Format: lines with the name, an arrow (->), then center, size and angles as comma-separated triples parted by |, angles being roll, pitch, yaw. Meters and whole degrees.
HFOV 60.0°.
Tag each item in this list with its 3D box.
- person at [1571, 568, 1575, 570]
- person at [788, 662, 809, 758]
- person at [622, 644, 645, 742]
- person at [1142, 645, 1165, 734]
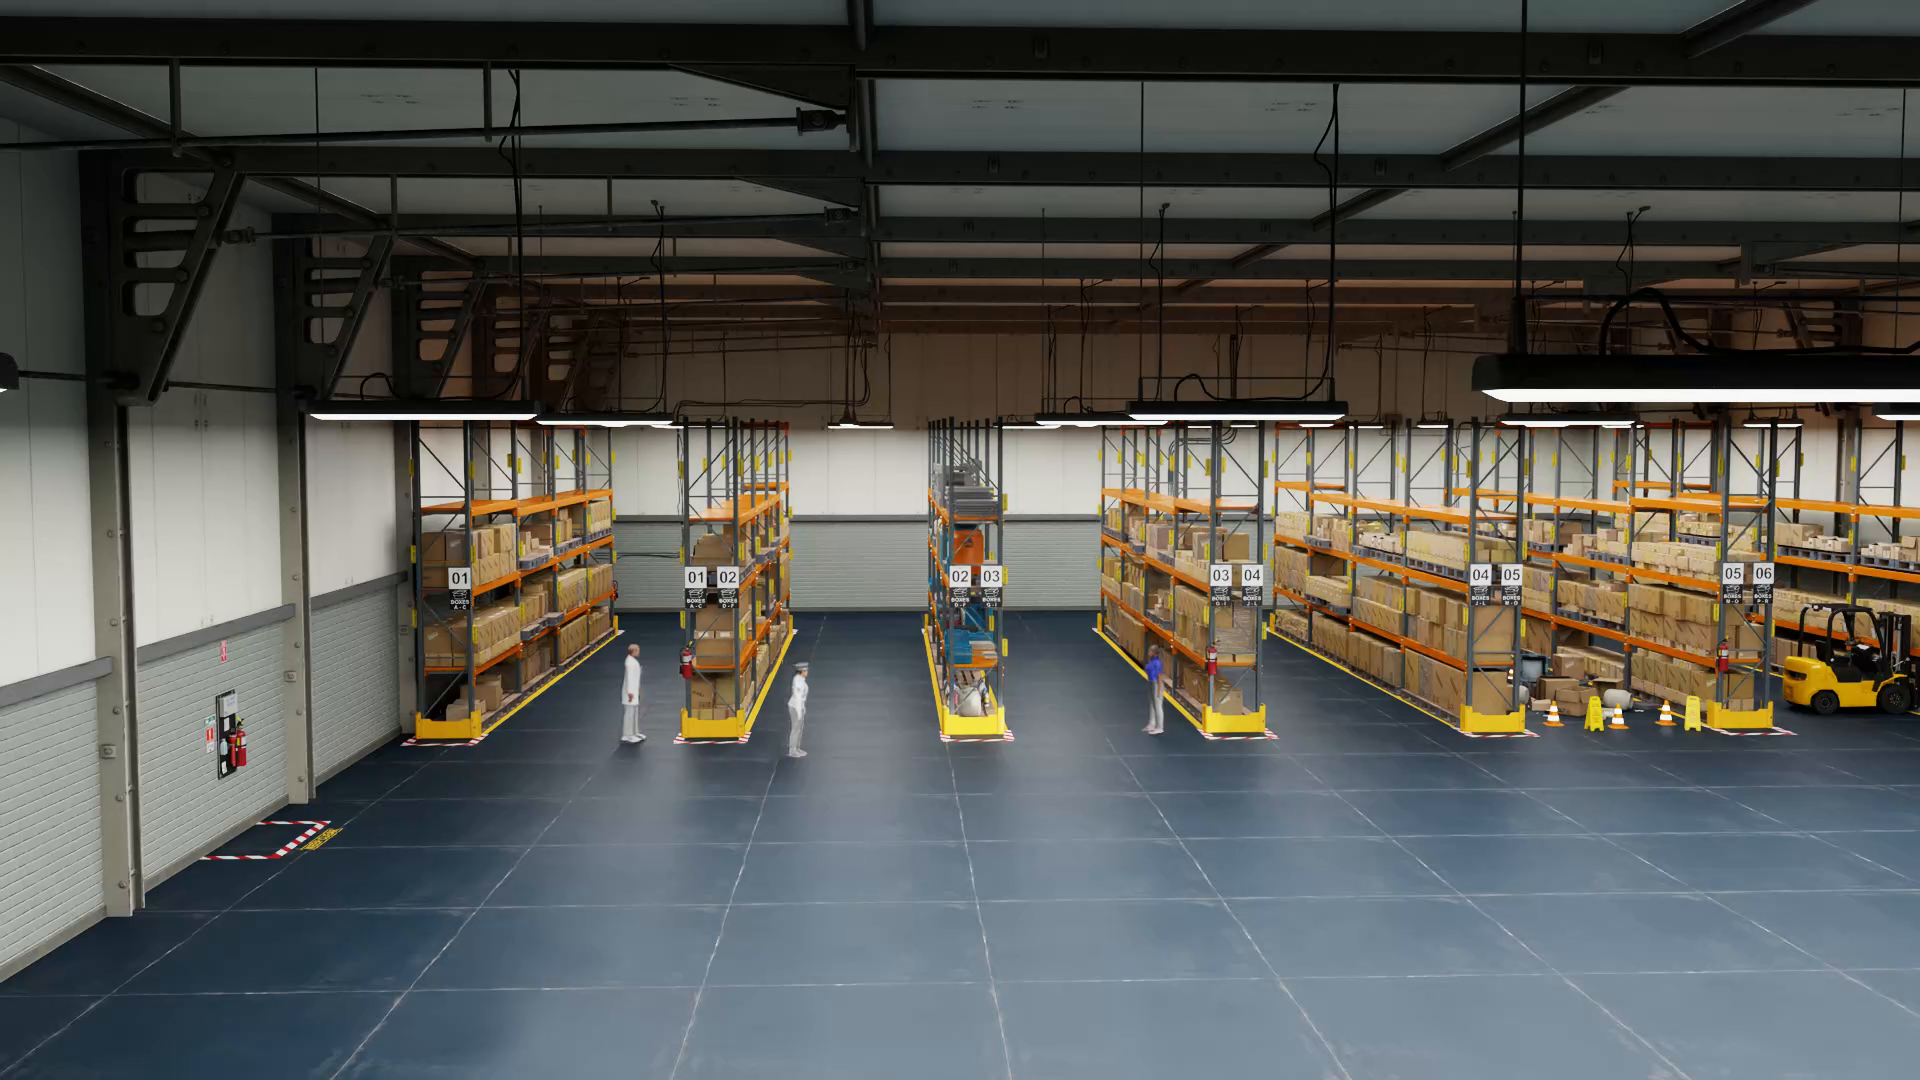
person -> 18.405, 1.651, 49.888 | 0.687, 1.615, 0.535 | 0, 4, -2
person -> -2.840, 2.987, 29.276 | 0.382, 1.673, 0.516 | 0, 4, -3
person -> -6.054, 2.876, 30.806 | 0.423, 1.689, 0.612 | 0, 4, -6
person -> 3.674, 2.825, 31.609 | 0.389, 1.666, 0.501 | -1, 4, -14
